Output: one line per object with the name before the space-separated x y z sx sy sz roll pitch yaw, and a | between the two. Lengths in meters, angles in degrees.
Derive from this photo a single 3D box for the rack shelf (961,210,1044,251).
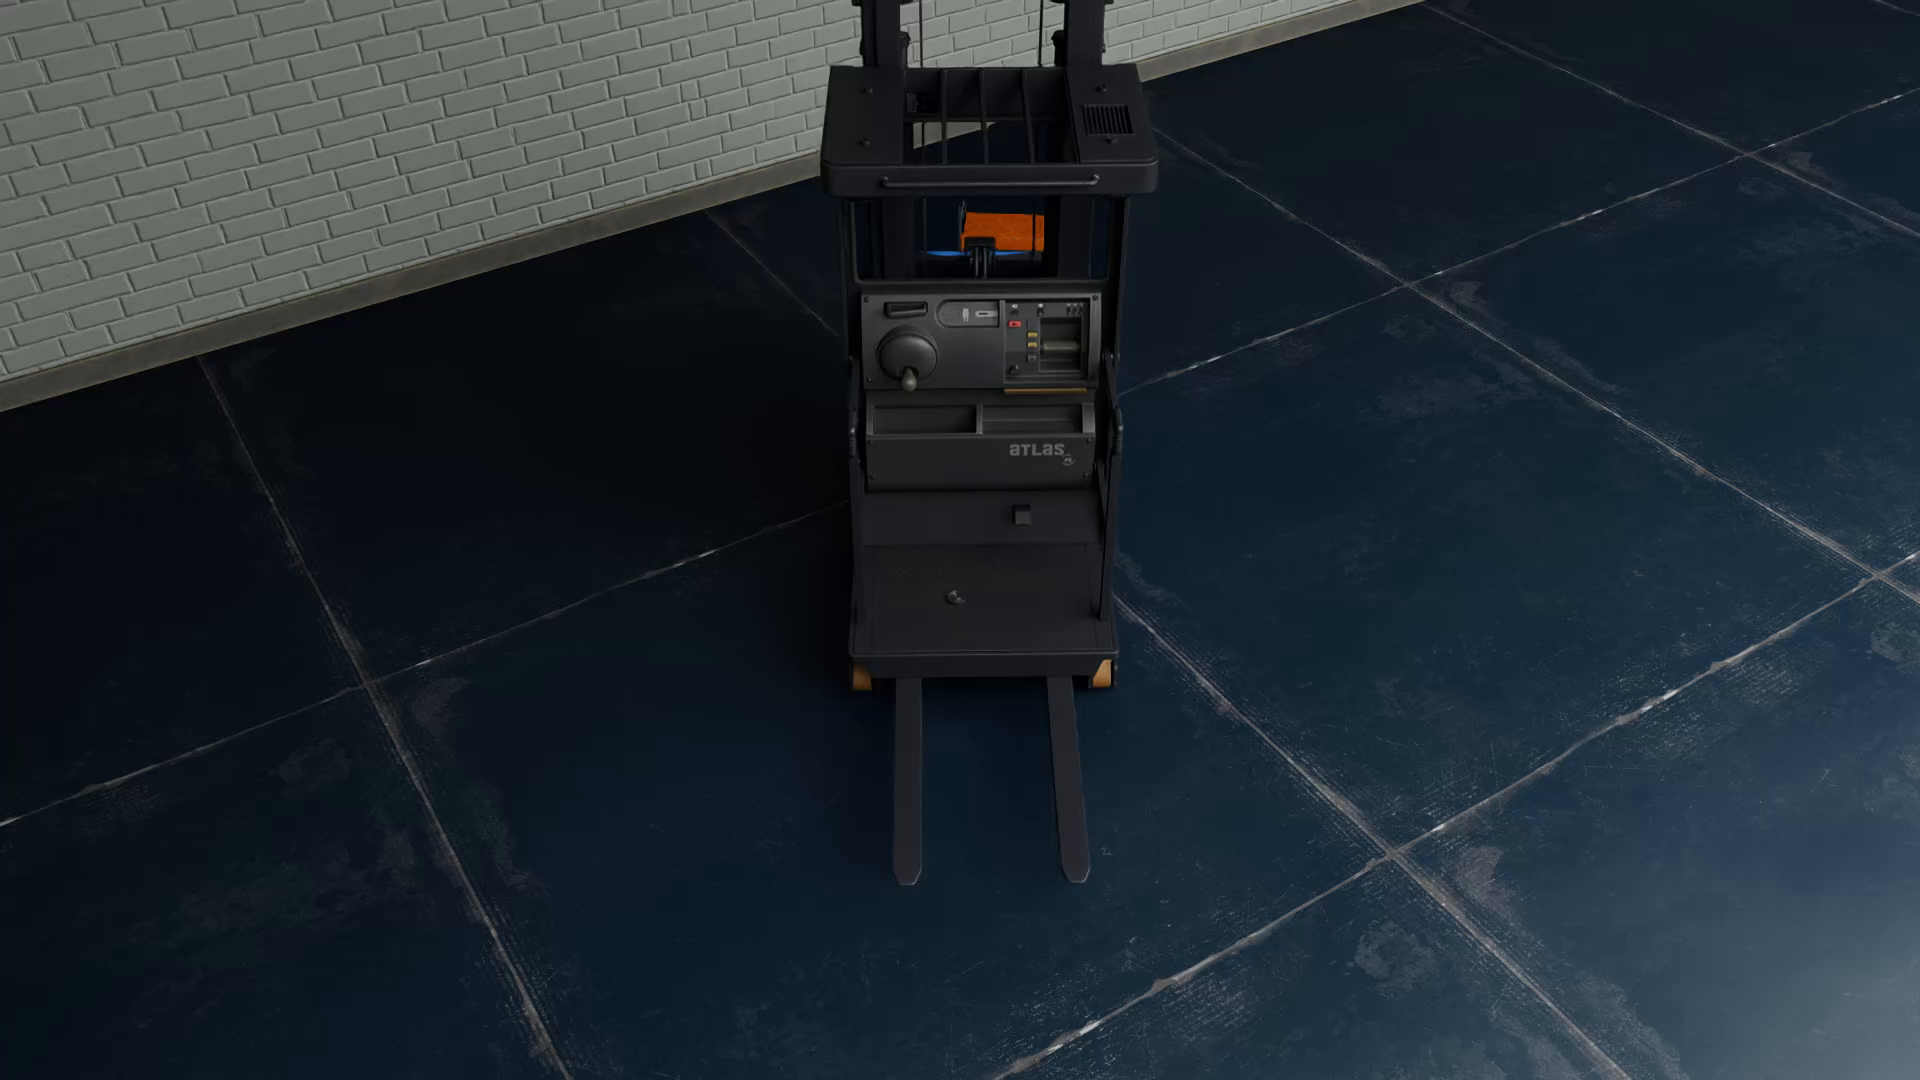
rack shelf | 0.251 -1.438 7.918 0.480 0.148 0.258 3 38 3

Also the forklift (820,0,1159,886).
forklift | 0.088 -0.698 6.298 1.130 2.935 3.031 -1 40 -1

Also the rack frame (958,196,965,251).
rack frame | 0.007 -1.140 8.173 0.015 1.200 0.240 3 38 3

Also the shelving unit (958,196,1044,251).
shelving unit | 0.250 -1.128 8.159 0.503 1.200 0.258 3 38 3
